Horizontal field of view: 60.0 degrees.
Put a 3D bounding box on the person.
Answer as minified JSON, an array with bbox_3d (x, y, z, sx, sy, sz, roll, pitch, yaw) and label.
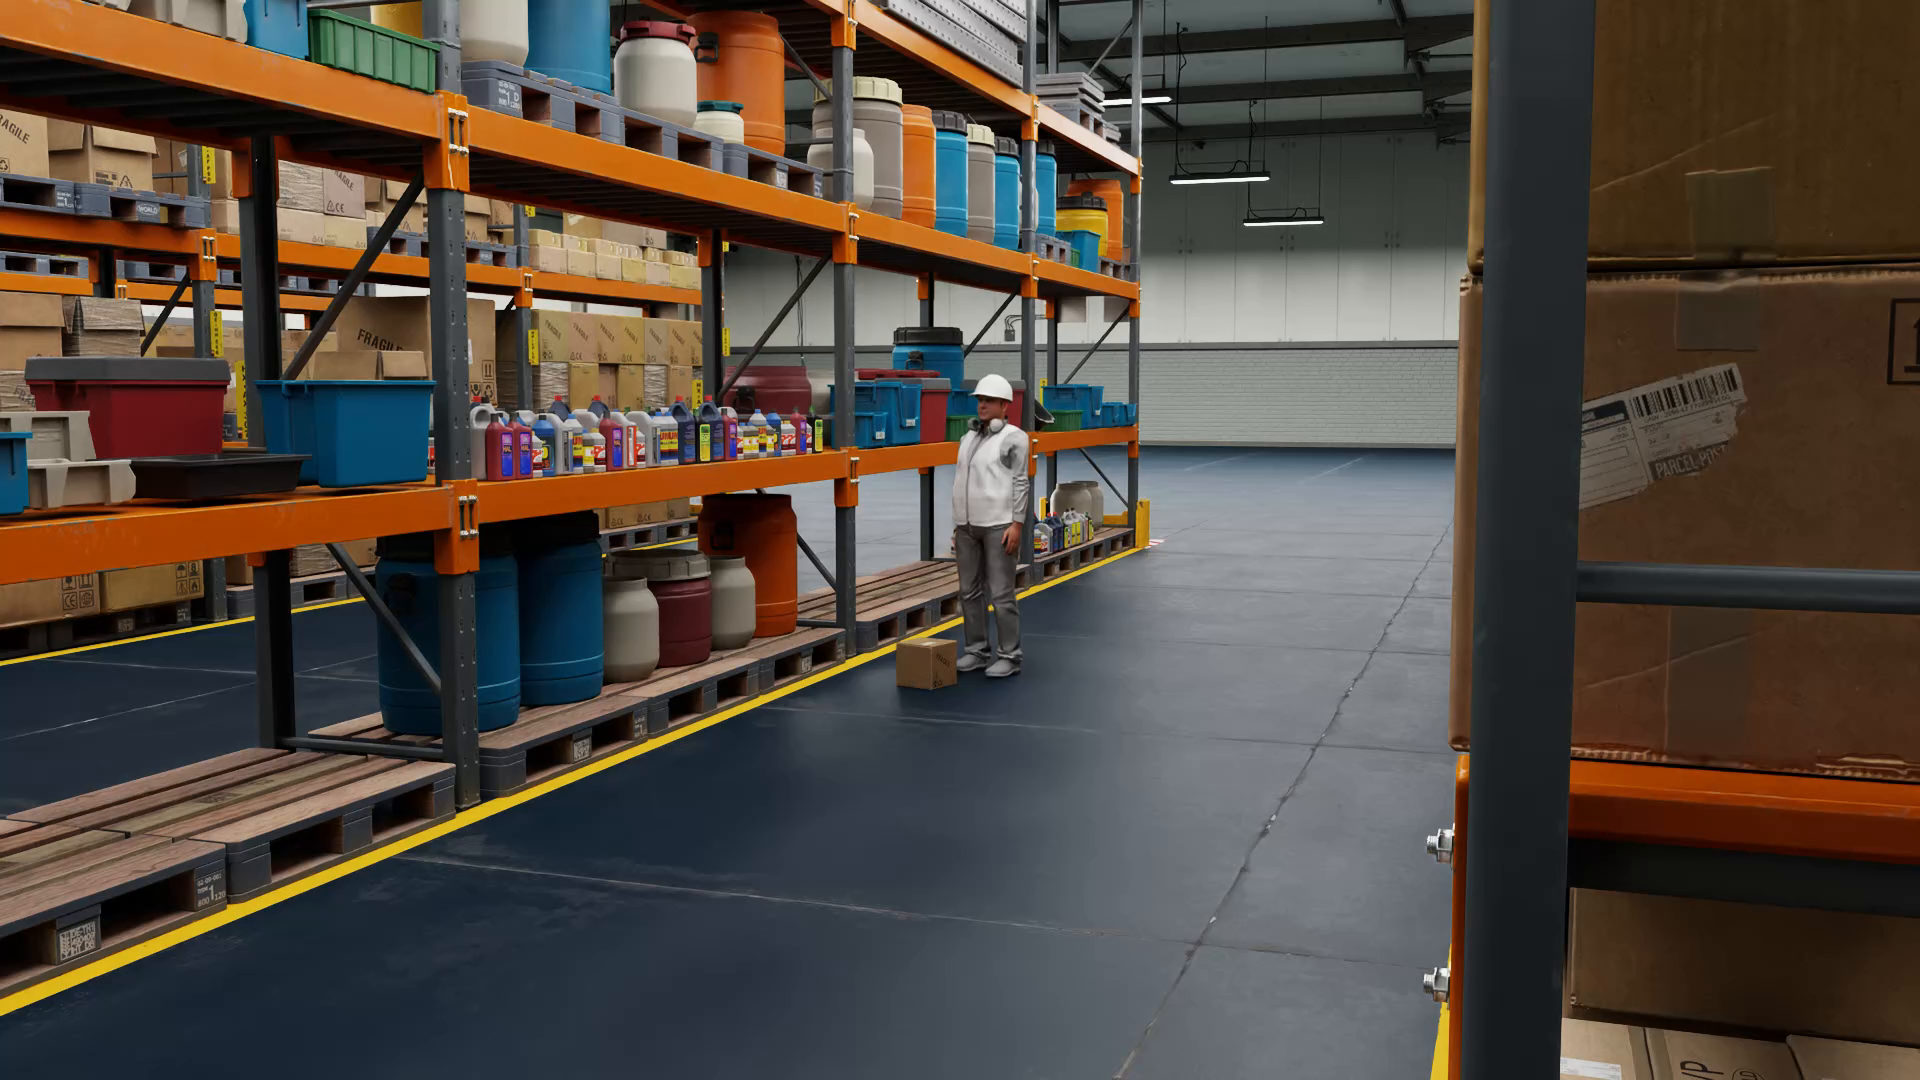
[{"bbox_3d":[0.171,-0.088,9.835,0.530,1.771,0.358,5,7,41],"label":"person"}]
